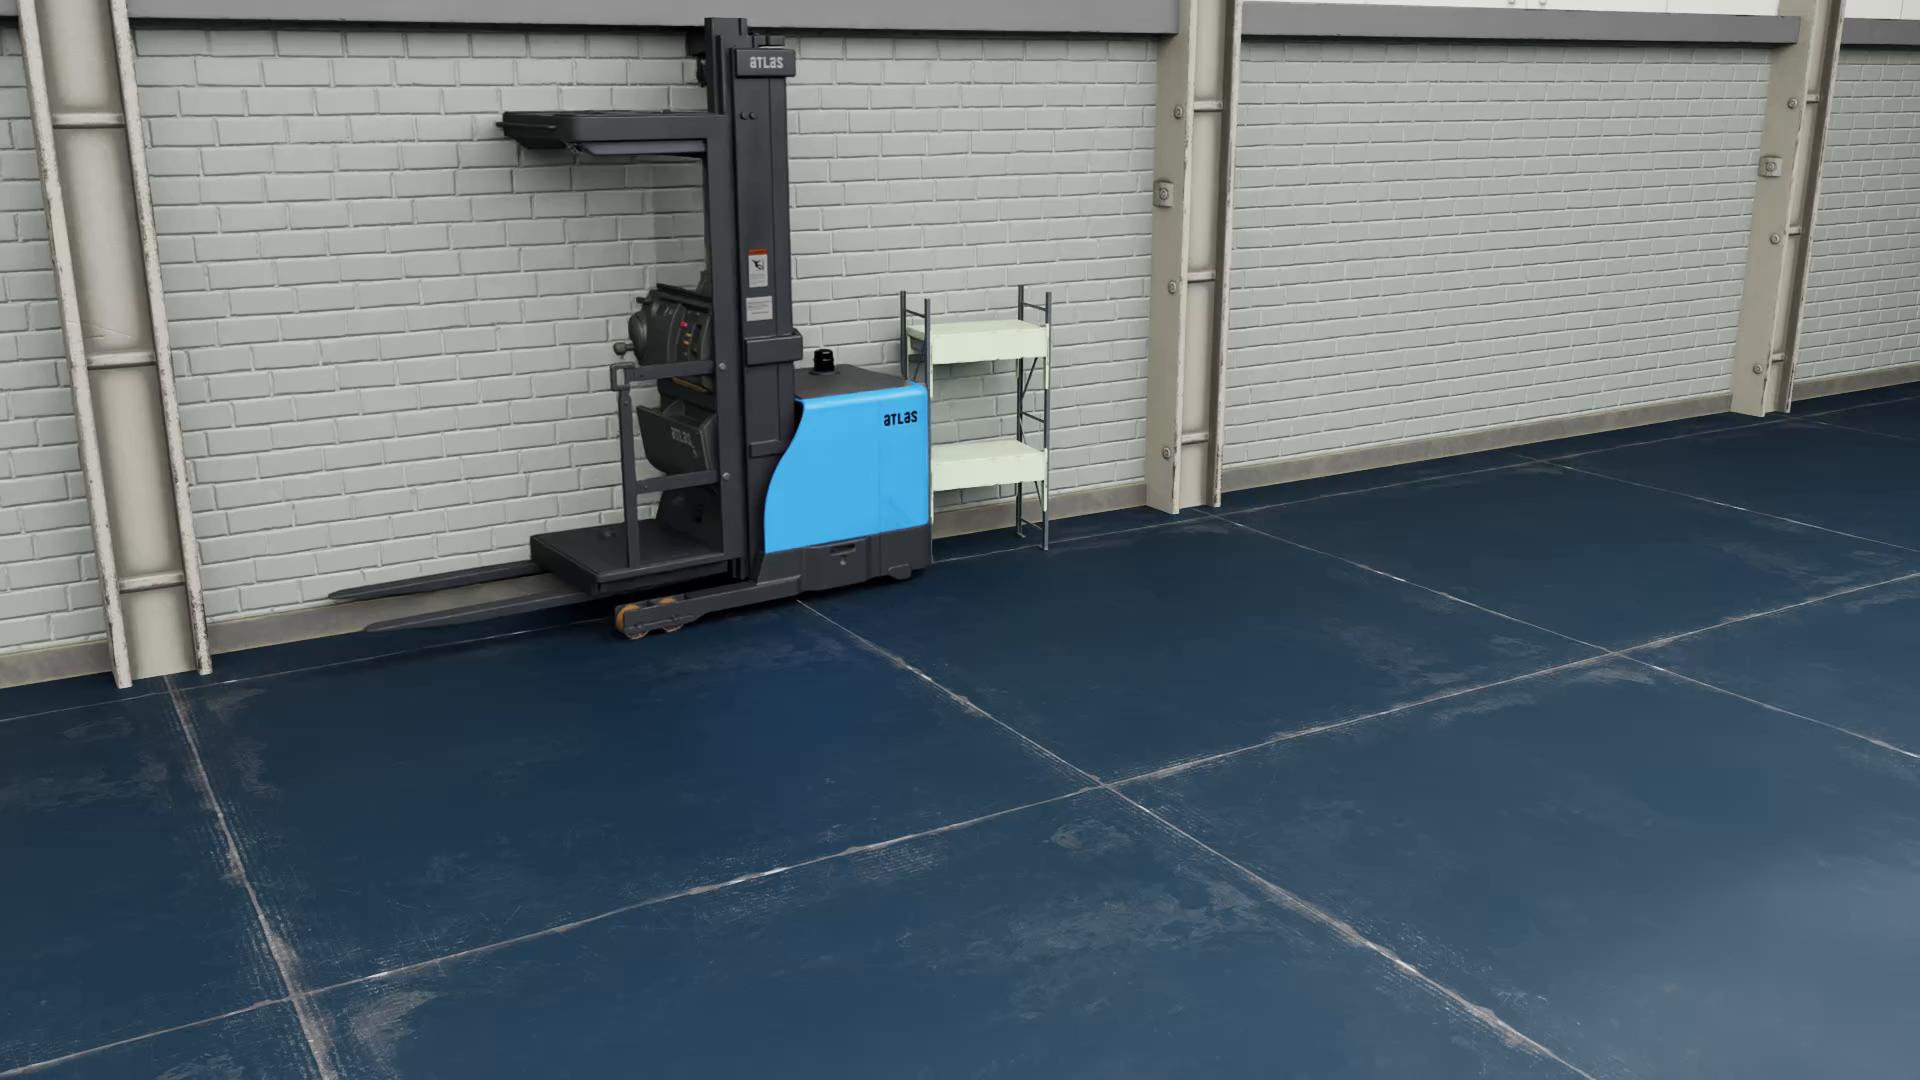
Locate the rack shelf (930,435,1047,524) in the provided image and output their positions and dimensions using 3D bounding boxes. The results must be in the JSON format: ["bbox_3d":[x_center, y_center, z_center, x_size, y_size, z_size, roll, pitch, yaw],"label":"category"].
[{"bbox_3d":[0.088,-0.358,9.616,0.720,0.370,0.431,-7,17,-22],"label":"rack shelf"}]

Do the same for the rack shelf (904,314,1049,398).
[{"bbox_3d":[0.088,-1.048,9.422,0.720,0.370,0.431,-7,17,-22],"label":"rack shelf"}]

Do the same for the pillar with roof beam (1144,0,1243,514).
[{"bbox_3d":[3.647,-3.562,5.946,0.400,9.000,9.100,-9,18,-30],"label":"pillar with roof beam"}]

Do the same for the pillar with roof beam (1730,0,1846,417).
[{"bbox_3d":[8.791,-4.396,8.921,0.400,9.000,9.100,-9,18,-30],"label":"pillar with roof beam"}]

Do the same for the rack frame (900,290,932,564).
[{"bbox_3d":[-0.248,-0.633,9.390,0.023,1.500,0.400,-7,17,-22],"label":"rack frame"}]

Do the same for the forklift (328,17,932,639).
[{"bbox_3d":[-1.658,-1.087,8.356,3.031,2.935,1.130,-11,19,-33],"label":"forklift"}]

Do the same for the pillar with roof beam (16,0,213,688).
[{"bbox_3d":[-1.496,-2.728,2.970,0.400,9.000,9.100,-9,18,-30],"label":"pillar with roof beam"}]

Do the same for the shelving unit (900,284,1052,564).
[{"bbox_3d":[0.088,-0.672,9.528,0.755,1.500,0.431,-7,17,-22],"label":"shelving unit"}]

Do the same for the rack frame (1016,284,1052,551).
[{"bbox_3d":[0.425,-0.711,9.666,0.023,1.500,0.400,-7,17,-22],"label":"rack frame"}]
